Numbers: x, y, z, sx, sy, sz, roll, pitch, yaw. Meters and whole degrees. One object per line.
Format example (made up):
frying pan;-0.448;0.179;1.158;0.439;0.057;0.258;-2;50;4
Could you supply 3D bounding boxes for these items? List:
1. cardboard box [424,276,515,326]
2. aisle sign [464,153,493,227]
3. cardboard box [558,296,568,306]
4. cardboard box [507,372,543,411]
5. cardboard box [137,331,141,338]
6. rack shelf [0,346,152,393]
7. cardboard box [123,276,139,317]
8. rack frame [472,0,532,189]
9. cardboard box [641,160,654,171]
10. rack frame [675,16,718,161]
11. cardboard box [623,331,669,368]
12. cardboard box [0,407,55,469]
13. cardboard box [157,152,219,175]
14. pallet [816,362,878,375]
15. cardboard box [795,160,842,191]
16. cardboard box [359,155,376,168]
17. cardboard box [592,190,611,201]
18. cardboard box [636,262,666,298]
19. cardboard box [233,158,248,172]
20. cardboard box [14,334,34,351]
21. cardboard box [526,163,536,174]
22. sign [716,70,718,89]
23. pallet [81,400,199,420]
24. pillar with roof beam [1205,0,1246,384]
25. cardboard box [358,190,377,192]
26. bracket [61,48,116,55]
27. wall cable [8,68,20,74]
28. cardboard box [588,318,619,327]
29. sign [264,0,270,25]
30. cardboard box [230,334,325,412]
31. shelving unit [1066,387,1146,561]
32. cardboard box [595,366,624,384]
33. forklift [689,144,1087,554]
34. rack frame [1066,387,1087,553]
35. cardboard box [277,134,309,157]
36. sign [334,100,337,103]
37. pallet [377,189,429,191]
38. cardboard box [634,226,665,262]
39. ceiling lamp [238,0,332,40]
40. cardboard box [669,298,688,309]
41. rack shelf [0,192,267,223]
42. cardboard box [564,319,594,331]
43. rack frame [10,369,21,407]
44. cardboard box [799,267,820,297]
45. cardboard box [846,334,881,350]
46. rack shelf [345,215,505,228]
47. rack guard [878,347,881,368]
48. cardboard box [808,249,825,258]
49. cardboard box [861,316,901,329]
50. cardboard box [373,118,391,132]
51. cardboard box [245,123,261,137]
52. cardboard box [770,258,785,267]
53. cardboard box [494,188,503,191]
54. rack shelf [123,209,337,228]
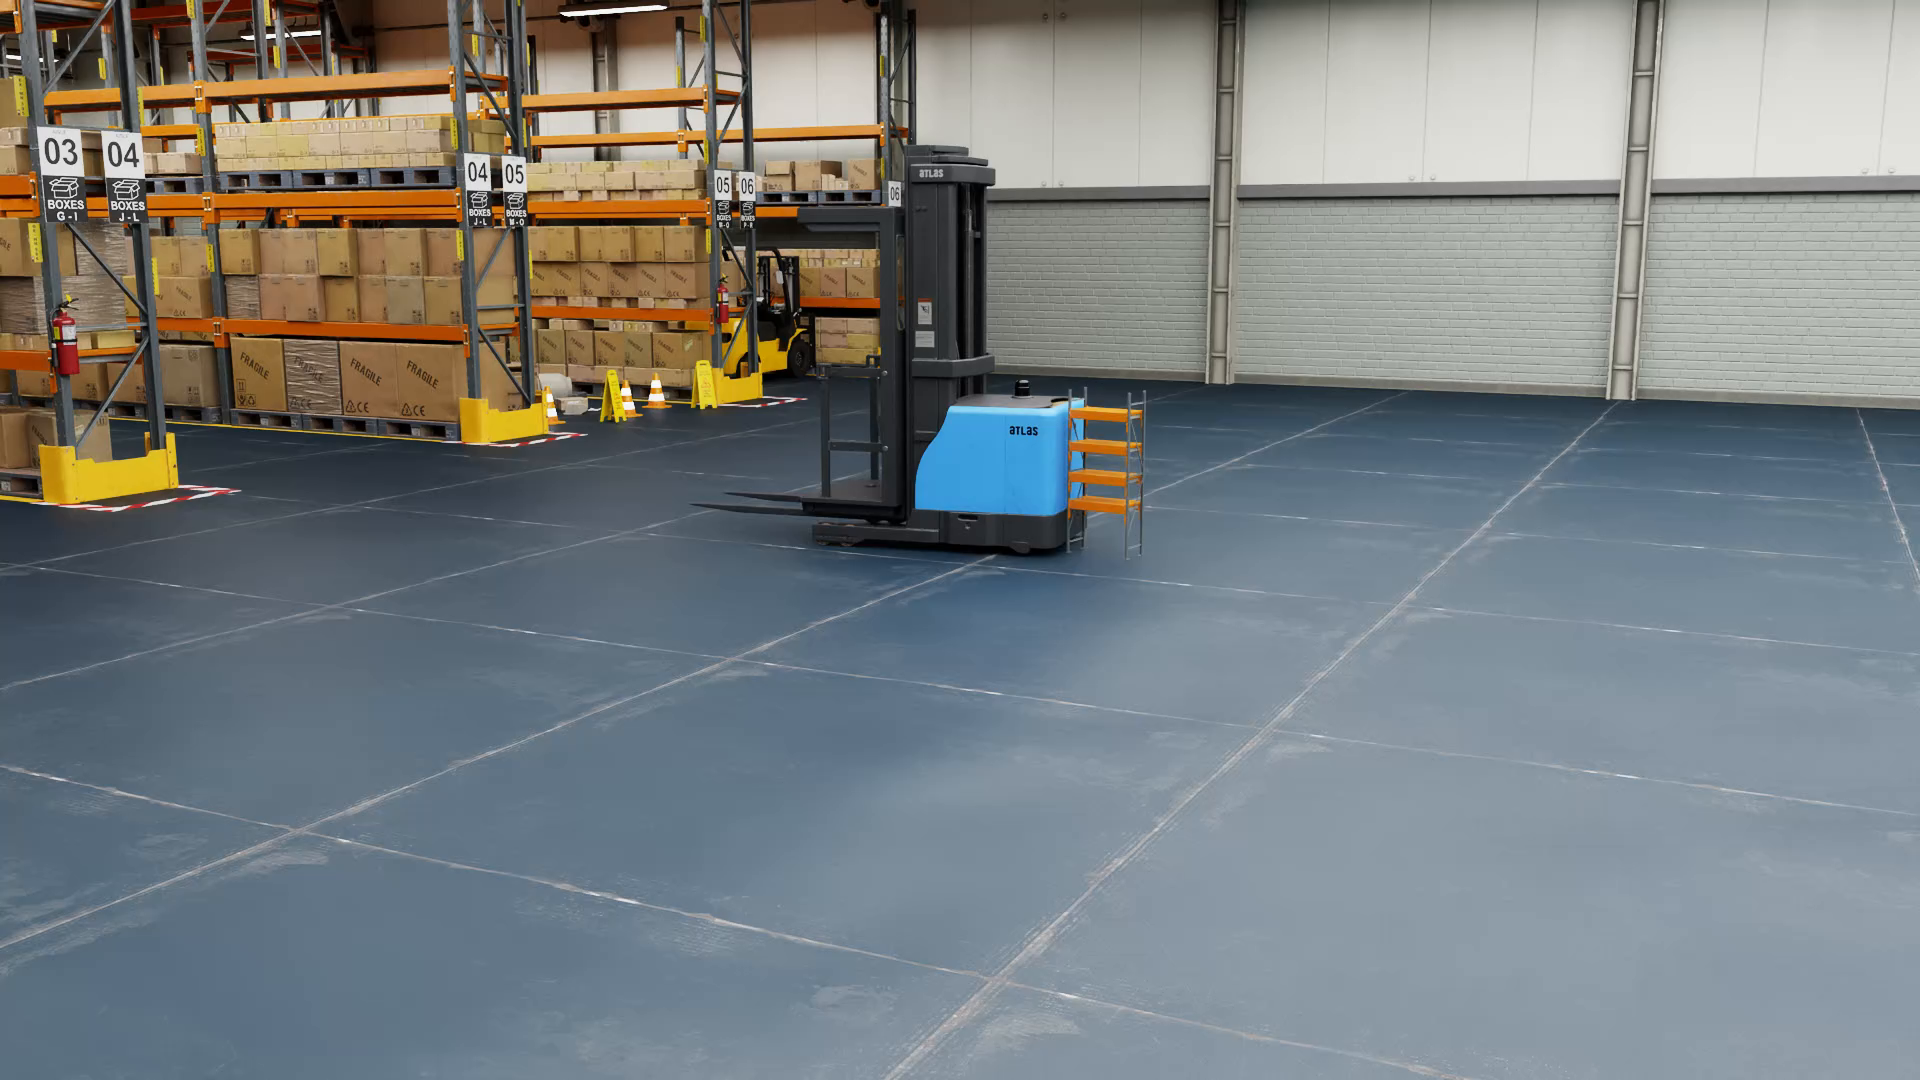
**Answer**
cardboard box;-5.644;-2.763;19.155;0.550;0.550;0.875;5;11;26
aisle sign;-5.360;-3.893;18.520;0.004;0.787;0.394;5;11;26
cardboard box;-5.678;-3.513;24.423;0.250;0.149;0.380;5;11;26
cardboard box;-5.887;-1.972;22.212;0.637;0.503;0.797;-2;11;-14
cardboard box;-14.469;-3.424;29.243;0.875;0.438;0.875;5;11;25
rack shelf;-9.370;-1.687;15.649;4.000;0.370;1.077;5;11;26
cardboard box;-10.371;-3.110;21.211;0.500;0.500;0.500;5;11;26
rack frame;-6.779;-6.733;24.666;0.127;3.000;1.000;5;11;26
cardboard box;-4.282;-5.262;23.427;0.250;0.149;0.380;5;11;26
rack frame;-4.586;-7.526;29.048;0.127;3.000;1.000;5;11;26
cardboard box;-4.495;-2.751;23.943;0.500;0.500;0.500;6;12;28
cardboard box;-8.680;-0.954;15.416;0.500;0.500;0.500;9;14;41
cardboard box;-9.583;-4.671;20.655;0.500;0.250;0.500;5;11;26
pallet;-1.703;-2.941;28.385;1.213;0.211;1.003;5;11;26
cardboard box;-2.378;-6.133;28.030;0.500;0.500;0.700;5;11;26
cardboard box;-6.653;-4.328;19.045;0.250;0.149;0.380;5;11;25
cardboard box;-5.033;-4.916;23.752;0.250;0.149;0.380;5;11;25
cardboard box;-4.247;-3.701;23.639;0.500;0.500;0.500;5;11;26
cardboard box;-8.469;-4.488;19.928;0.250;0.149;0.380;5;11;26
cardboard box;-8.147;-1.769;14.788;0.250;0.149;0.380;5;11;26
cardboard box;-6.162;-5.411;24.249;0.250;0.149;0.380;5;11;24
sign;-4.318;-8.151;29.430;0.005;0.325;0.100;5;11;26
pallet;-10.702;-1.755;21.836;1.213;0.211;1.003;5;11;26
pillar with roof beam;2.252;-6.250;21.994;0.400;9.000;9.100;5;11;26
cardboard box;-8.985;-5.508;26.027;0.637;0.503;0.797;5;11;26
bracket;-20.401;-10.796;37.005;5.218;0.066;0.076;5;11;26
wall cable;-21.164;-8.662;35.220;0.133;3.039;2.988;5;11;26
cardboard box;-6.426;-3.773;30.644;0.625;0.625;0.875;5;11;23
sign;-8.611;-6.559;20.636;0.005;0.325;0.100;5;11;26
cardboard box;-8.345;-2.083;20.605;0.875;0.875;0.875;5;11;27
shelving unit;1.056;-0.486;12.045;0.503;1.200;0.258;7;12;34
cardboard box;-4.968;-2.423;24.236;0.500;0.250;0.500;5;11;24
forklift;-0.594;-1.478;12.668;3.031;2.935;1.130;3;11;18
rack frame;0.855;-0.510;12.182;0.015;1.200;0.240;7;12;34
cardboard box;-7.658;-4.625;19.564;0.500;0.250;0.500;5;11;25
sign;-12.017;-8.570;31.970;0.005;0.325;0.100;5;11;26
pallet;-8.217;-5.312;25.762;1.003;0.211;1.213;5;11;26
cardboard box;-4.197;-4.200;23.591;0.500;0.500;0.700;5;11;26
ceiling lamp;-11.981;-10.612;29.707;2.000;3.185;0.800;5;11;26
cardboard box;-3.898;-3.340;23.468;0.250;0.149;0.380;5;11;25
rack shelf;-10.672;-4.262;21.456;4.000;0.370;1.077;5;11;26
cardboard box;-5.579;-3.153;24.344;0.250;0.149;0.380;6;12;29
rack frame;-12.466;-3.298;22.530;0.127;3.000;1.000;5;11;26
cardboard box;-2.477;-4.388;28.271;0.500;0.500;0.500;5;11;25
cardboard box;-1.574;-3.347;27.940;0.500;0.250;0.500;5;11;25
rack shelf;-9.967;-6.169;31.992;4.000;0.370;1.077;5;11;26
rack guard;-0.977;-3.027;28.053;0.348;0.500;1.175;5;11;26
cardboard box;-2.368;-4.834;28.077;0.250;0.149;0.380;5;12;27
cardboard box;-1.346;-3.673;28.335;0.500;0.250;0.500;5;11;25
cardboard box;-6.430;-4.701;18.865;0.250;0.149;0.380;5;12;27
cardboard box;-8.246;-4.861;19.747;0.250;0.149;0.380;5;11;25
cardboard box;-3.039;-4.751;28.454;0.250;0.149;0.380;5;11;25
cardboard box;-6.505;-5.251;24.487;0.500;0.250;0.500;5;11;25
rack shelf;-12.160;-5.376;27.610;4.000;0.370;1.077;5;11;26
